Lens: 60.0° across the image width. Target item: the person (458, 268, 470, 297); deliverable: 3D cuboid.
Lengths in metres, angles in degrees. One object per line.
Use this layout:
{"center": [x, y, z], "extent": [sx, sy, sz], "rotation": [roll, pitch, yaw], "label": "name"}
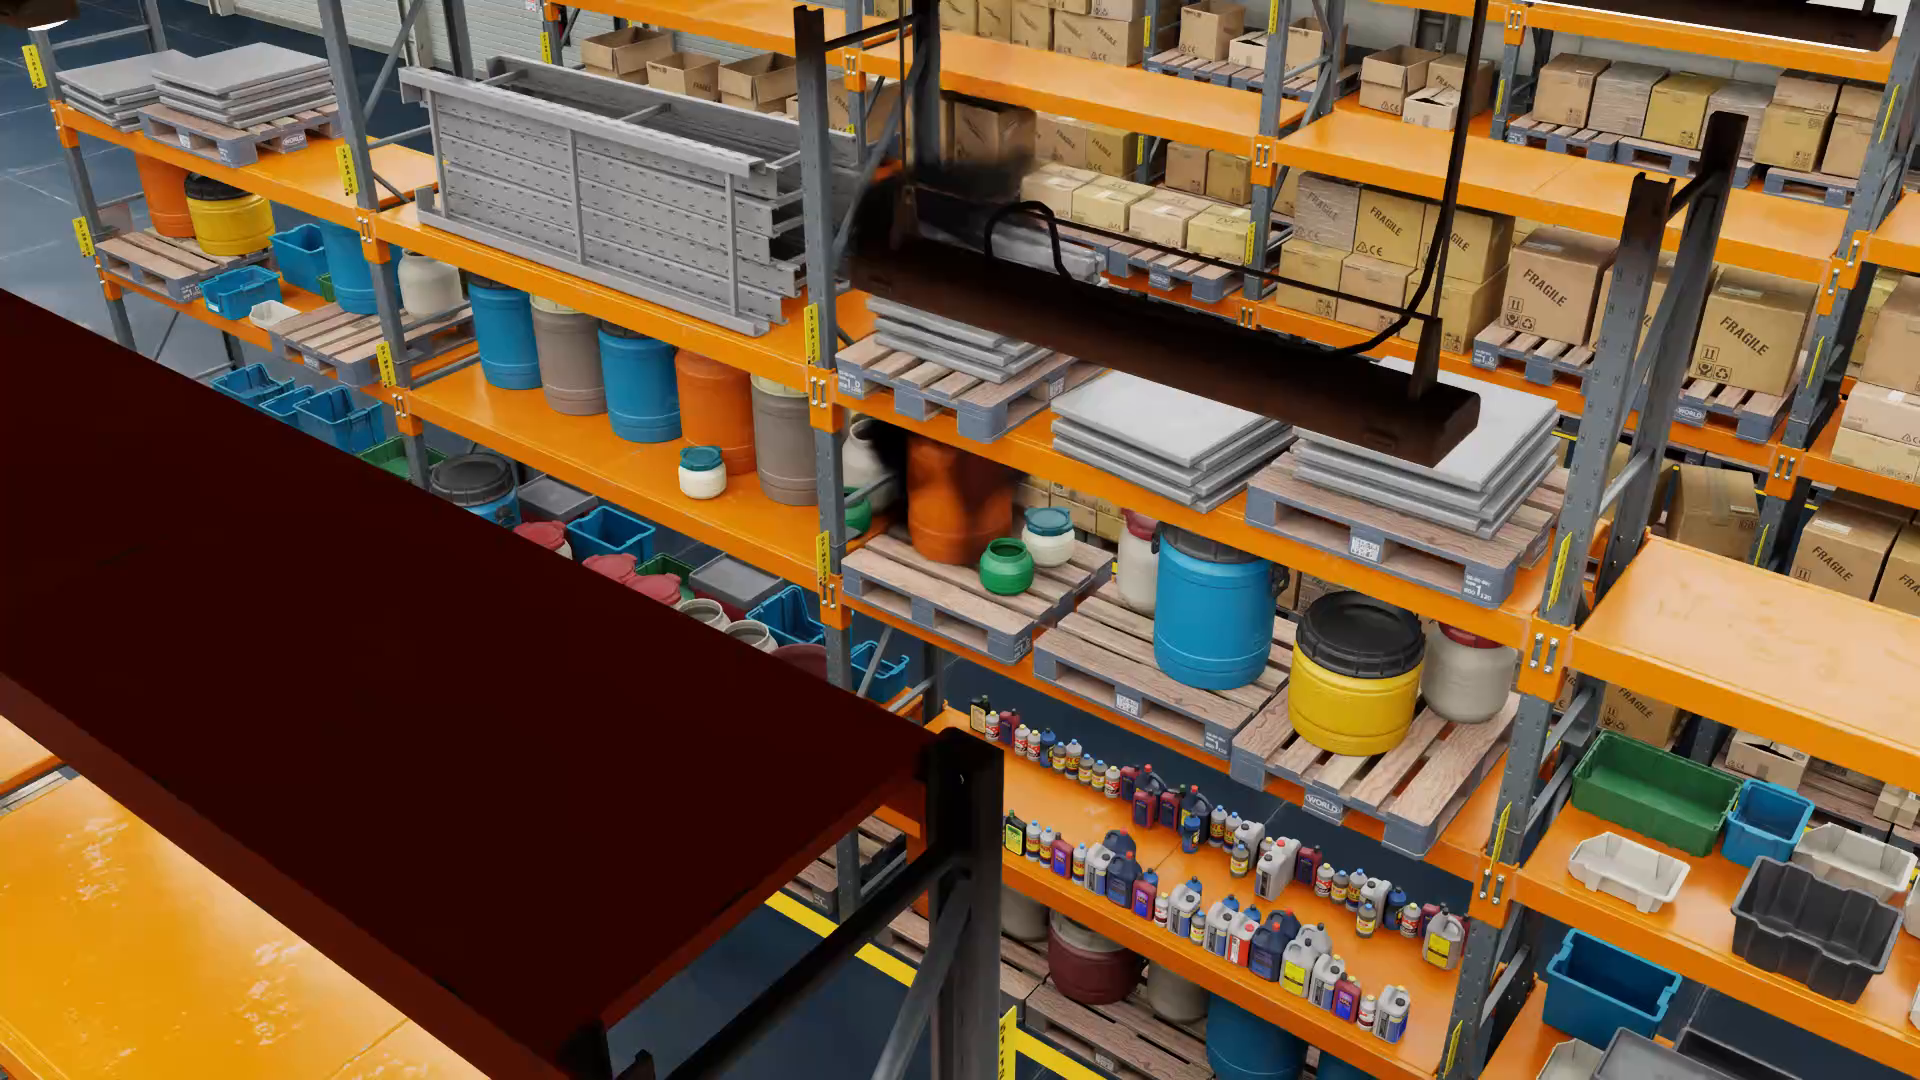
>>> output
{"center": [-5.811, -3.258, 18.929], "extent": [0.996, 1.824, 0.624], "rotation": [-14, 34, -22], "label": "person"}
